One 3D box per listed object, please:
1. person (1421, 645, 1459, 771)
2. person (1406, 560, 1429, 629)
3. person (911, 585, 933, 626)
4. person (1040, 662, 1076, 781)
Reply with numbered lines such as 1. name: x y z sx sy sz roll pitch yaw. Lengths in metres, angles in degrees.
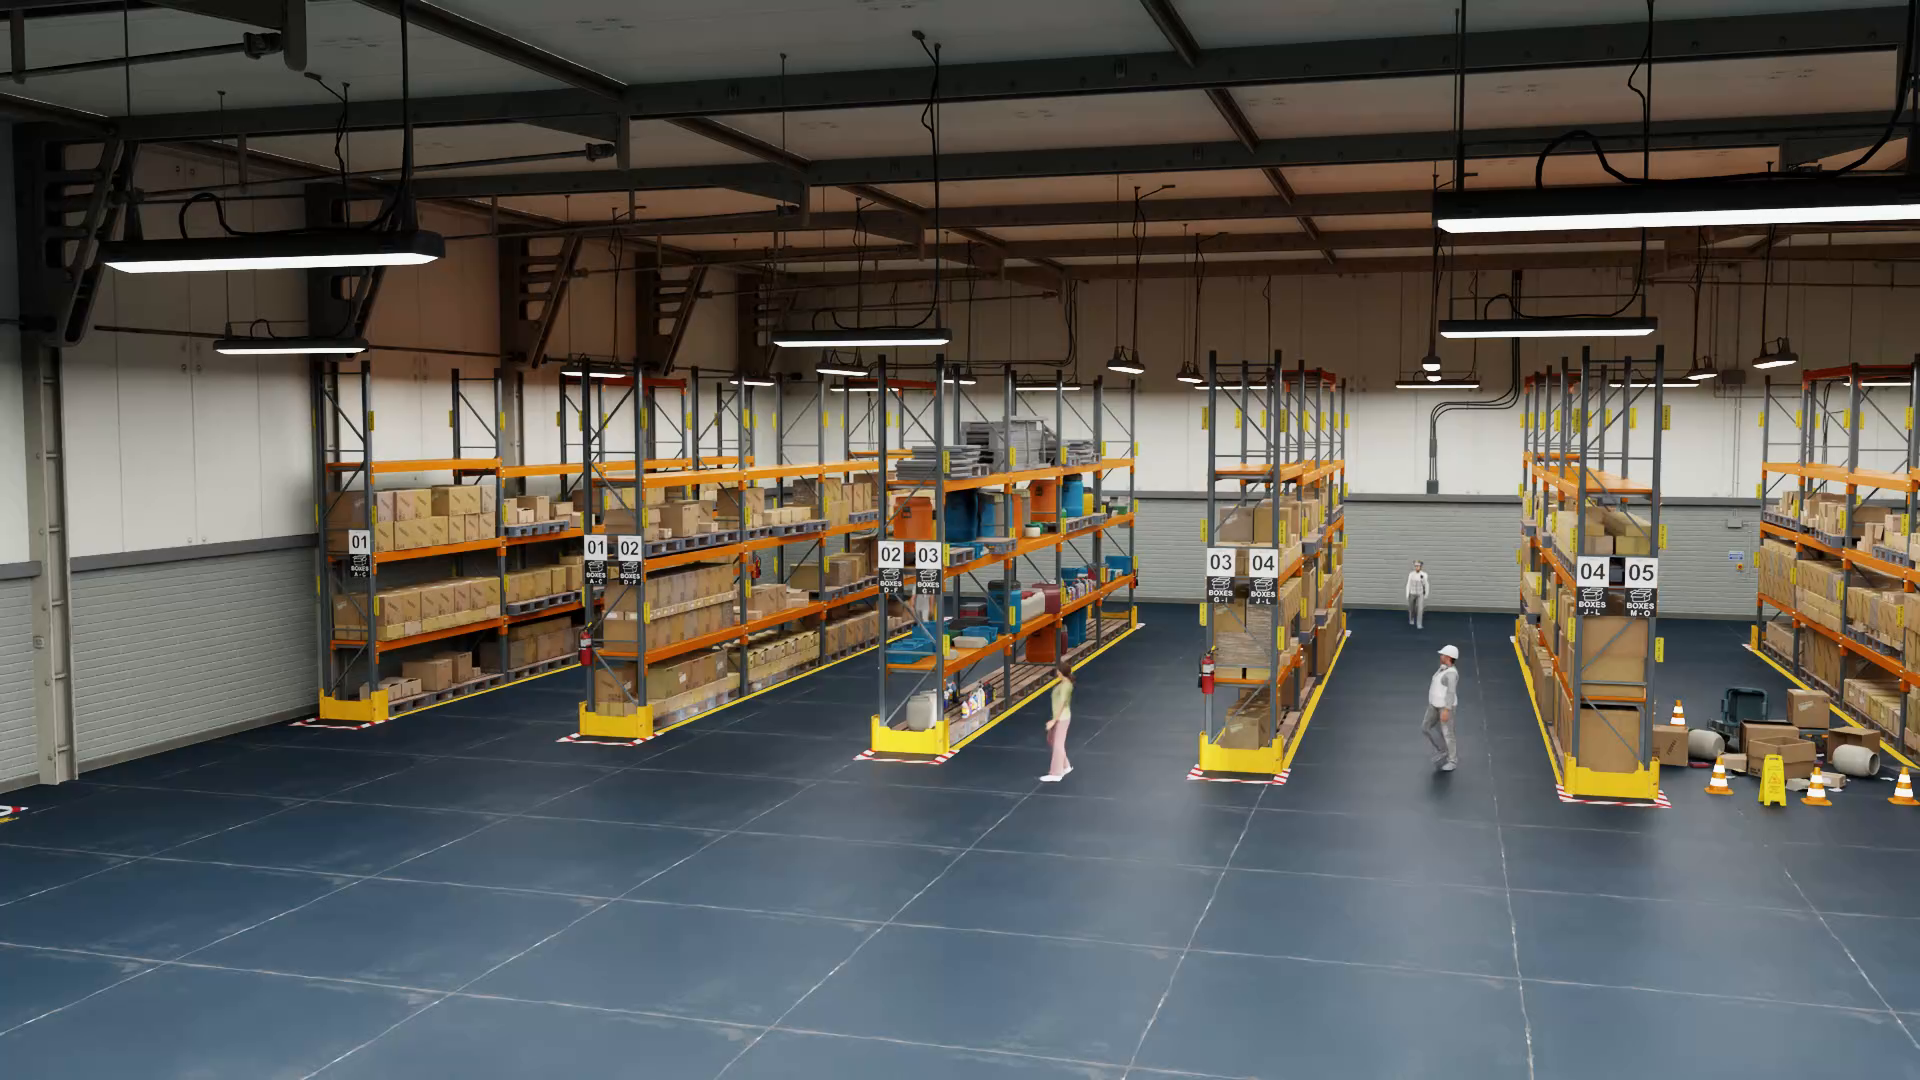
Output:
1. person: 6.976 2.393 23.995 0.403 1.770 0.645 -1 4 -13
2. person: 11.055 1.313 40.188 0.549 1.640 0.953 1 4 11
3. person: -0.862 1.542 36.876 0.456 1.619 0.978 1 4 11
4. person: 1.360 2.524 23.155 0.499 1.689 0.543 0 4 -1
